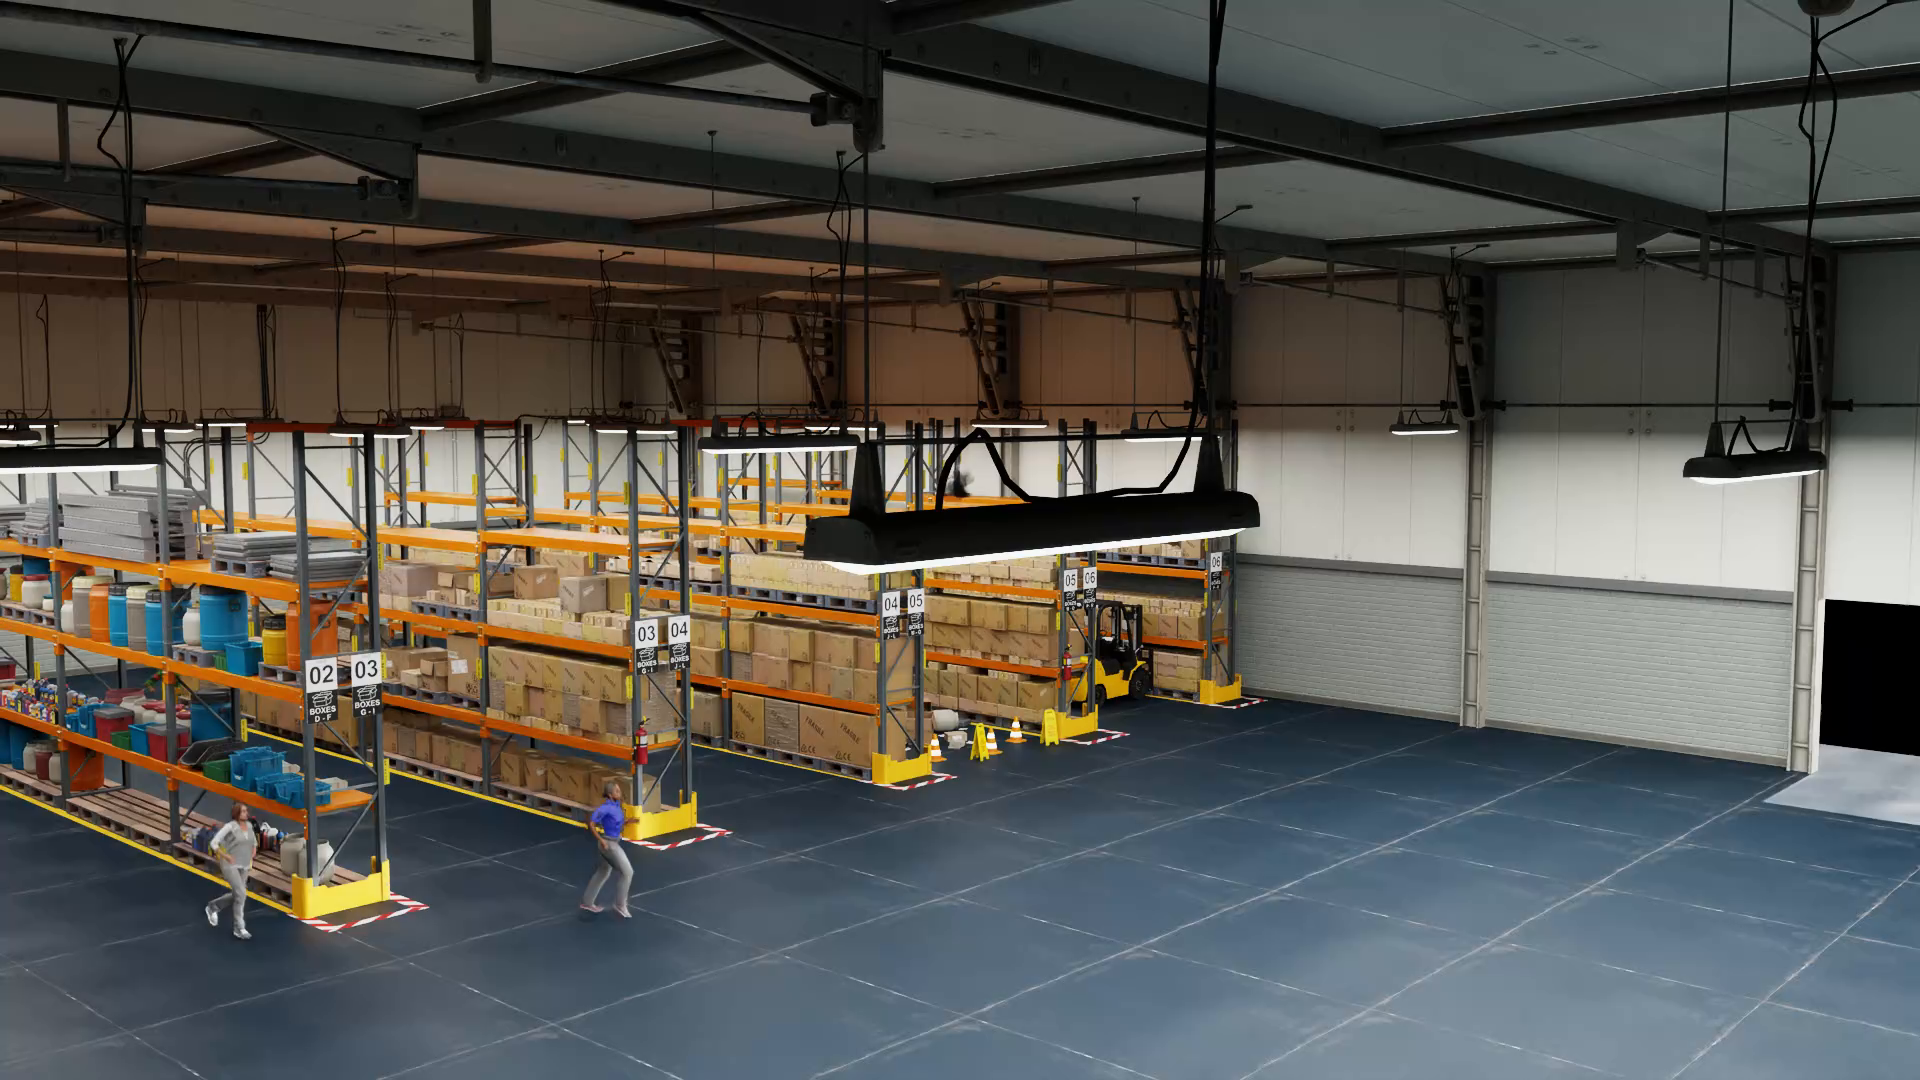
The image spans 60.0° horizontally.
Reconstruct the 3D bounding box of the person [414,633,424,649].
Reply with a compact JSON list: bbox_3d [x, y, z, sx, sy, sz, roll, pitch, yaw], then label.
[{"bbox_3d":[-13.047,2.252,39.994,0.576,1.602,0.582,-1,5,-16],"label":"person"}]

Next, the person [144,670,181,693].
[{"bbox_3d":[-17.223,2.466,36.142,0.985,1.763,0.666,-2,5,-26],"label":"person"}]

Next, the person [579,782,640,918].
[{"bbox_3d":[-4.335,3.850,20.586,0.737,1.711,0.546,-1,5,-10],"label":"person"}]

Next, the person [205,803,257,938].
[{"bbox_3d":[-8.707,3.942,19.965,0.751,1.577,0.582,2,5,25],"label":"person"}]
